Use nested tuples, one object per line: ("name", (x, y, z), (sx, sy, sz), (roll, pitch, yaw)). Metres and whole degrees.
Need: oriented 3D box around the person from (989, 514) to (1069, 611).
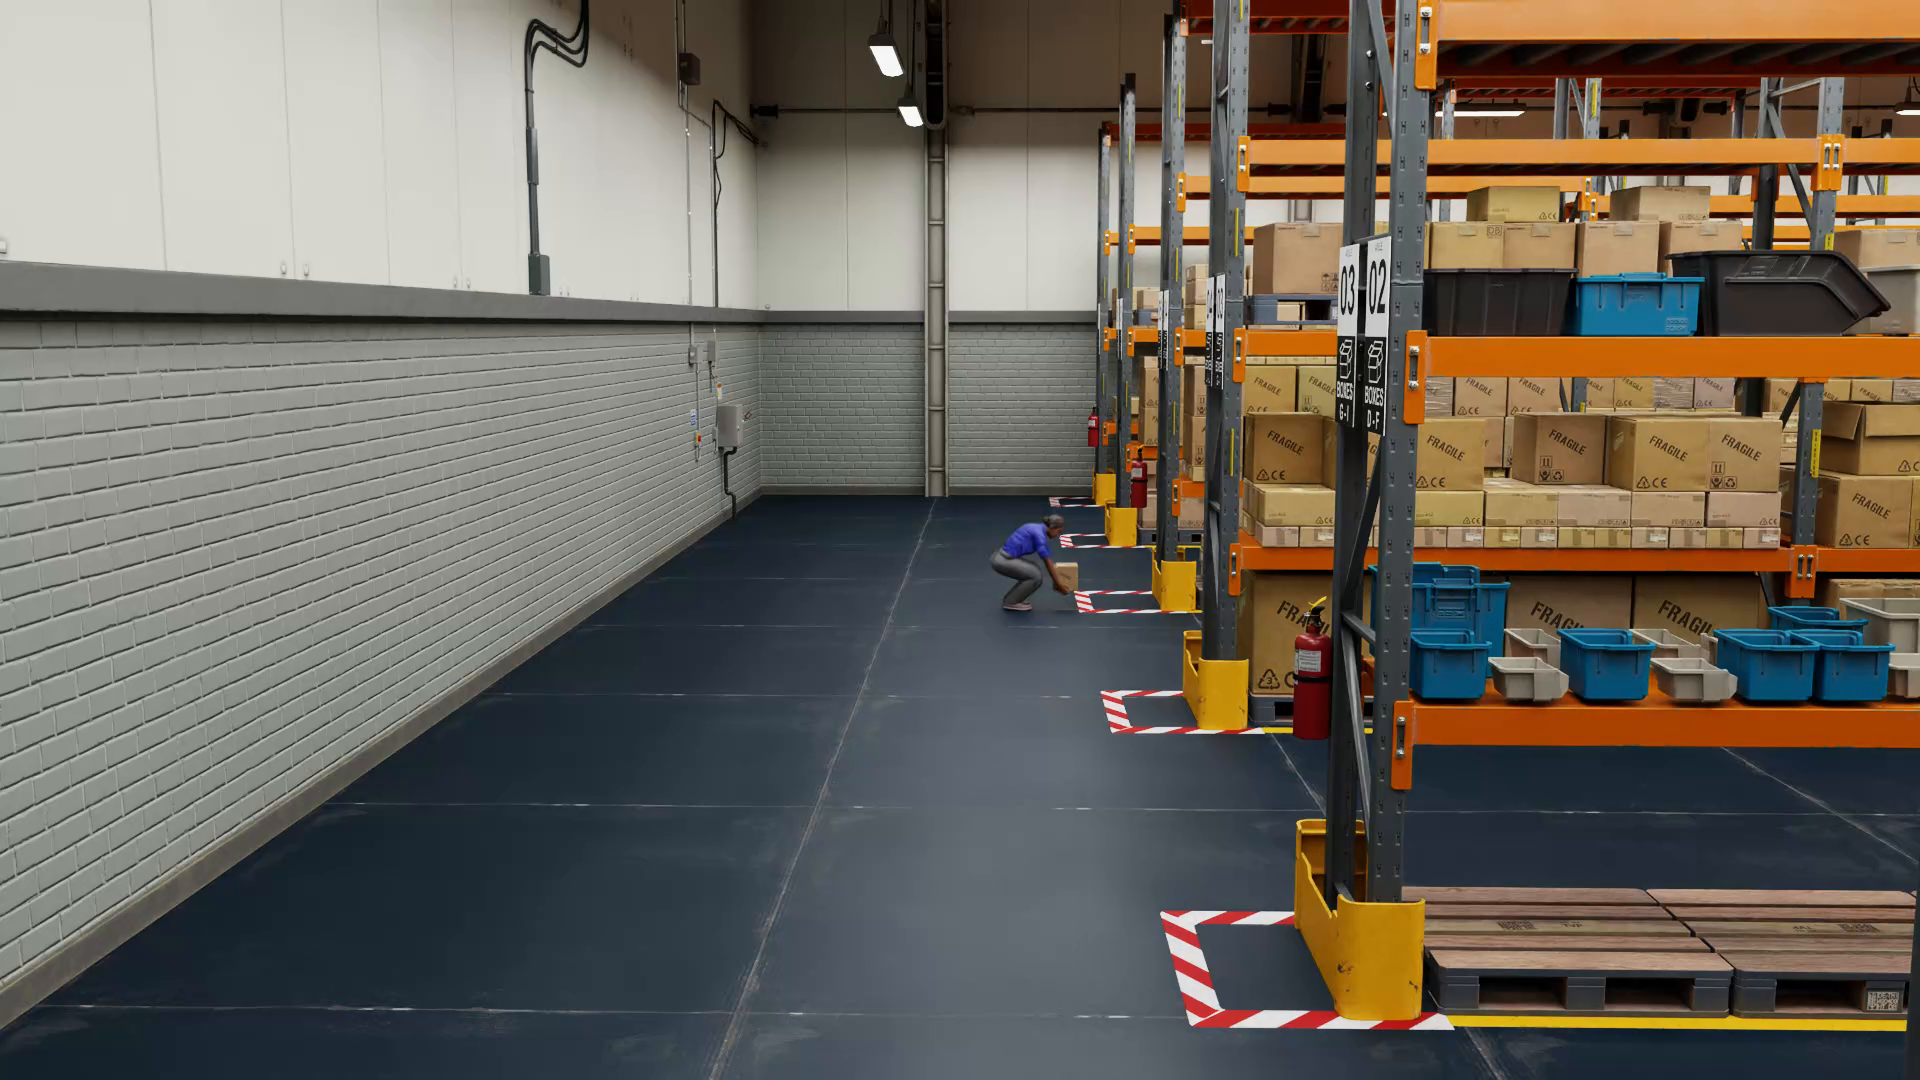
("person", (0.701, 0.221, 16.849), (0.809, 0.958, 0.485), (0, 7, 1))
